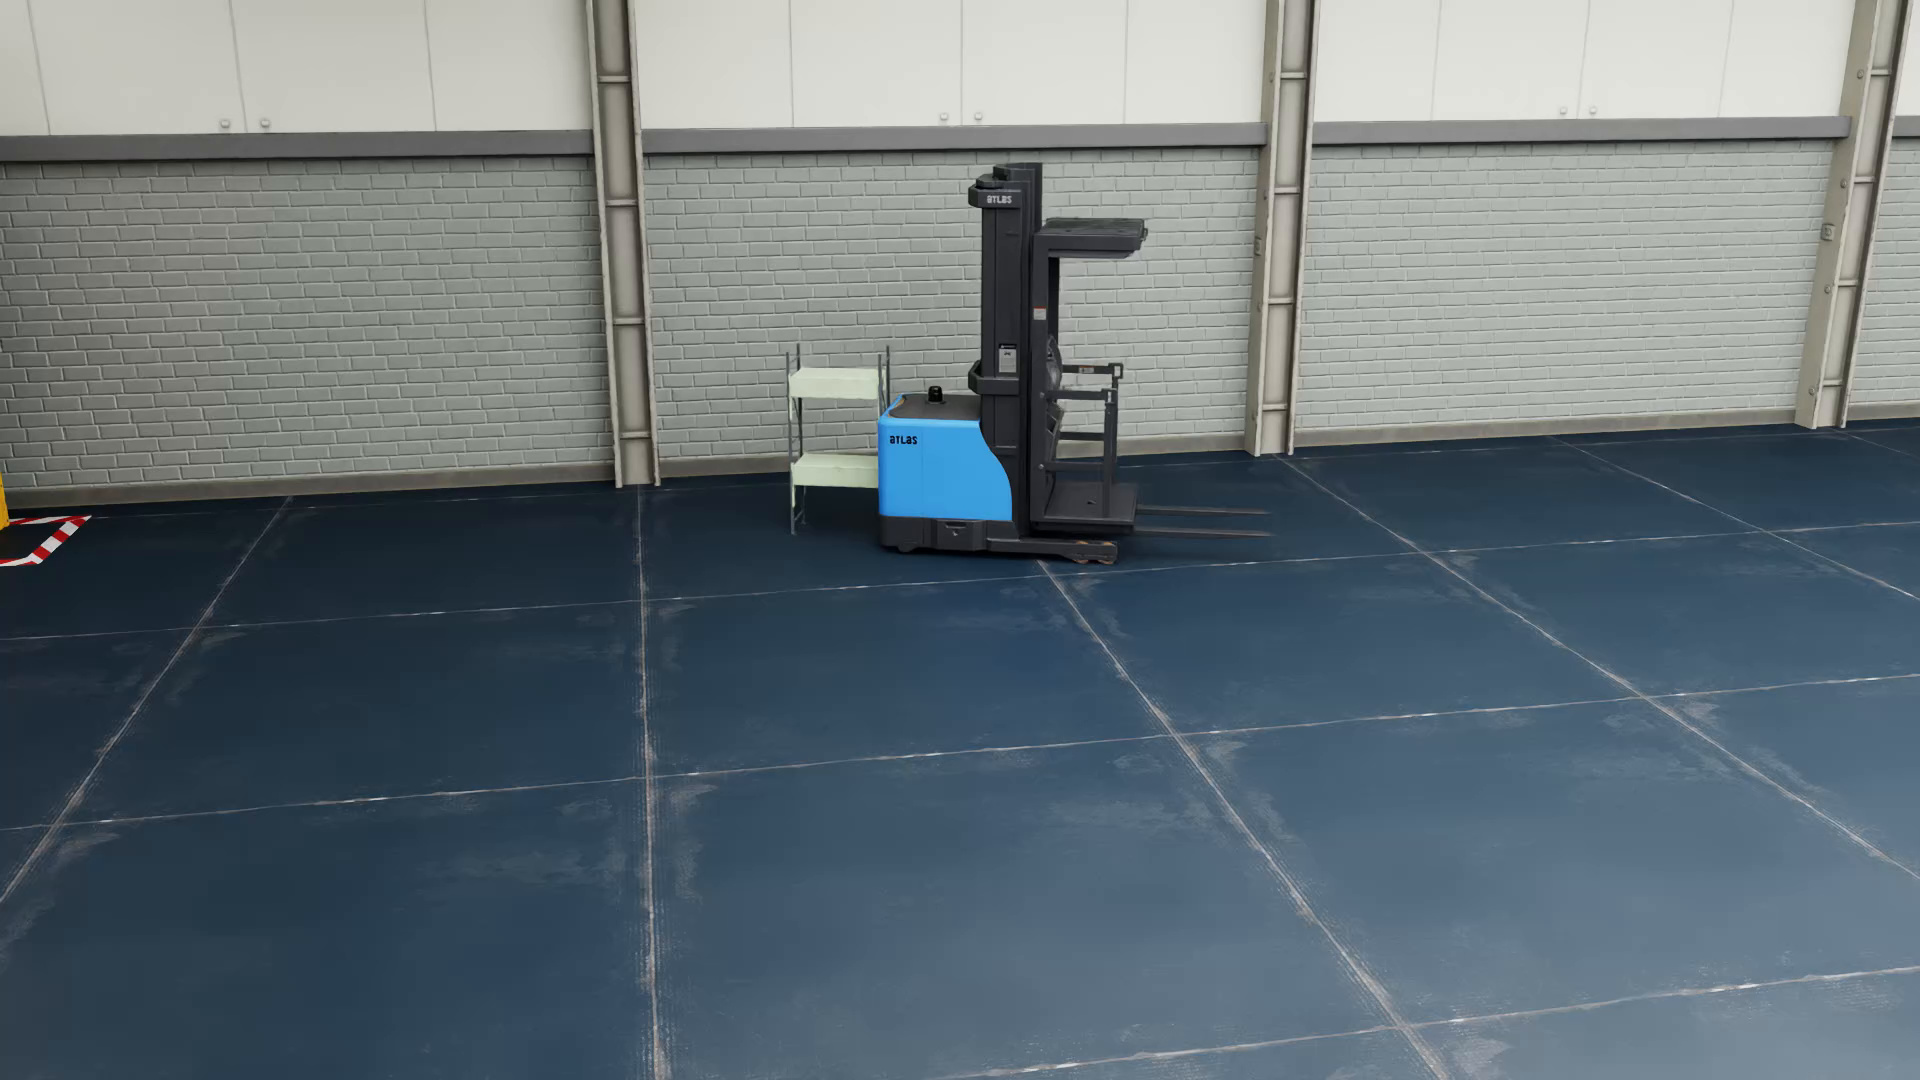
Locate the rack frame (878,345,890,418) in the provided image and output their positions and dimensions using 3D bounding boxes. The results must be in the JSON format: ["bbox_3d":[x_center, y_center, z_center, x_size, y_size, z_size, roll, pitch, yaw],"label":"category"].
[{"bbox_3d":[-0.599,-0.782,13.303,0.023,1.500,0.400,2,17,8],"label":"rack frame"}]

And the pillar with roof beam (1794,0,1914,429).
[{"bbox_3d":[9.693,-4.252,11.828,0.400,9.000,9.100,-3,17,-10],"label":"pillar with roof beam"}]

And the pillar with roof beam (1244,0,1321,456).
[{"bbox_3d":[3.802,-3.917,10.740,0.400,9.000,9.100,-3,17,-10],"label":"pillar with roof beam"}]

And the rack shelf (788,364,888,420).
[{"bbox_3d":[-0.961,-1.170,13.237,0.720,0.370,0.431,2,17,8],"label":"rack shelf"}]

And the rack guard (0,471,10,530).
[{"bbox_3d":[-7.919,-0.208,13.136,0.348,0.500,1.175,-3,17,-10],"label":"rack guard"}]

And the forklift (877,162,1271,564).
[{"bbox_3d":[0.913,-1.381,12.817,3.031,2.935,1.130,2,17,8],"label":"forklift"}]

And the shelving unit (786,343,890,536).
[{"bbox_3d":[-0.961,-0.797,13.352,0.755,1.500,0.431,2,17,8],"label":"shelving unit"}]

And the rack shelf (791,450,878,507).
[{"bbox_3d":[-0.961,-0.485,13.447,0.720,0.370,0.431,2,17,8],"label":"rack shelf"}]

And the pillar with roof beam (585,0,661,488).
[{"bbox_3d":[-2.090,-3.583,9.651,0.400,9.000,9.100,-3,17,-10],"label":"pillar with roof beam"}]

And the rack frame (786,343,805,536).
[{"bbox_3d":[-1.324,-0.812,13.400,0.023,1.500,0.400,2,17,8],"label":"rack frame"}]
